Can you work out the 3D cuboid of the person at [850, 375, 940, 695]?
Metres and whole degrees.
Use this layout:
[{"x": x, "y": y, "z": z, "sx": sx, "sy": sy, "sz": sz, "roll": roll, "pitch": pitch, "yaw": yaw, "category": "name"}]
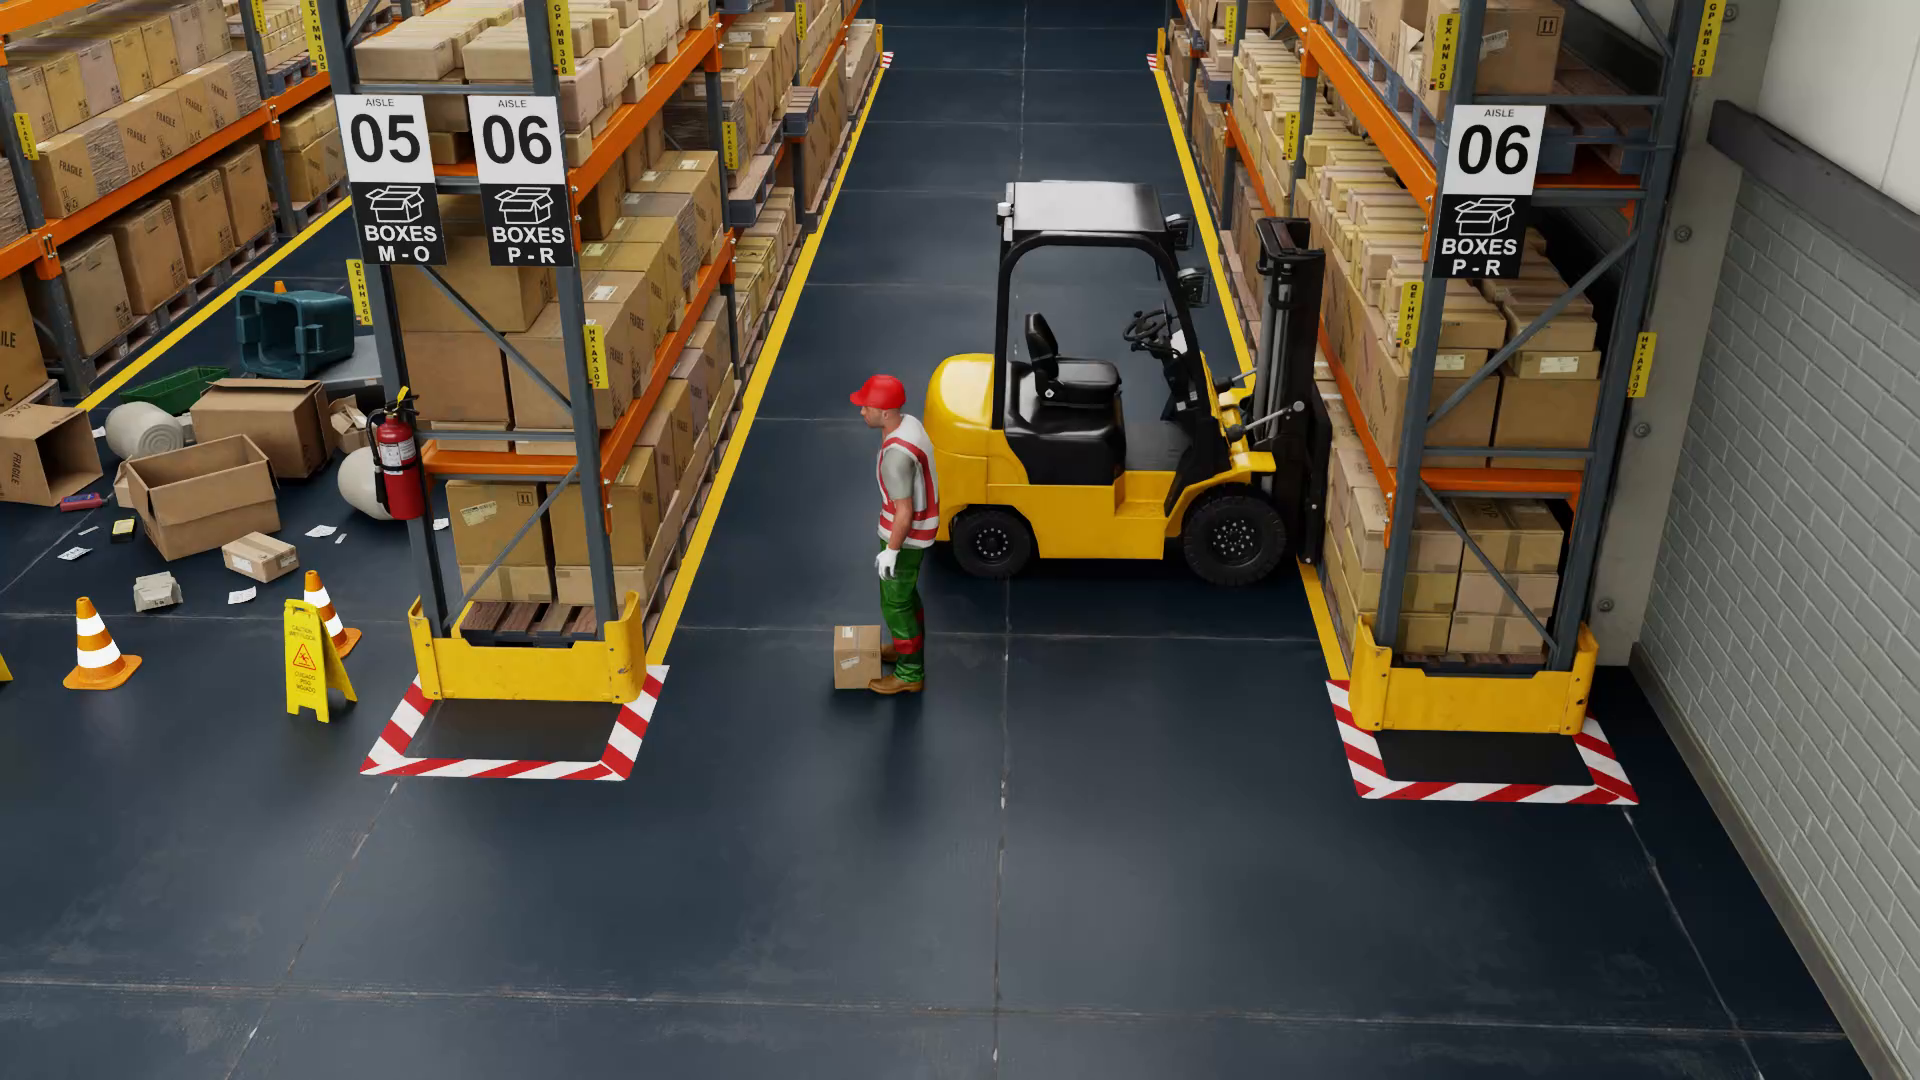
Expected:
[{"x": -0.327, "y": -0.037, "z": 8.675, "sx": 0.449, "sy": 1.780, "sz": 0.607, "roll": 1, "pitch": 28, "yaw": 2, "category": "person"}]
